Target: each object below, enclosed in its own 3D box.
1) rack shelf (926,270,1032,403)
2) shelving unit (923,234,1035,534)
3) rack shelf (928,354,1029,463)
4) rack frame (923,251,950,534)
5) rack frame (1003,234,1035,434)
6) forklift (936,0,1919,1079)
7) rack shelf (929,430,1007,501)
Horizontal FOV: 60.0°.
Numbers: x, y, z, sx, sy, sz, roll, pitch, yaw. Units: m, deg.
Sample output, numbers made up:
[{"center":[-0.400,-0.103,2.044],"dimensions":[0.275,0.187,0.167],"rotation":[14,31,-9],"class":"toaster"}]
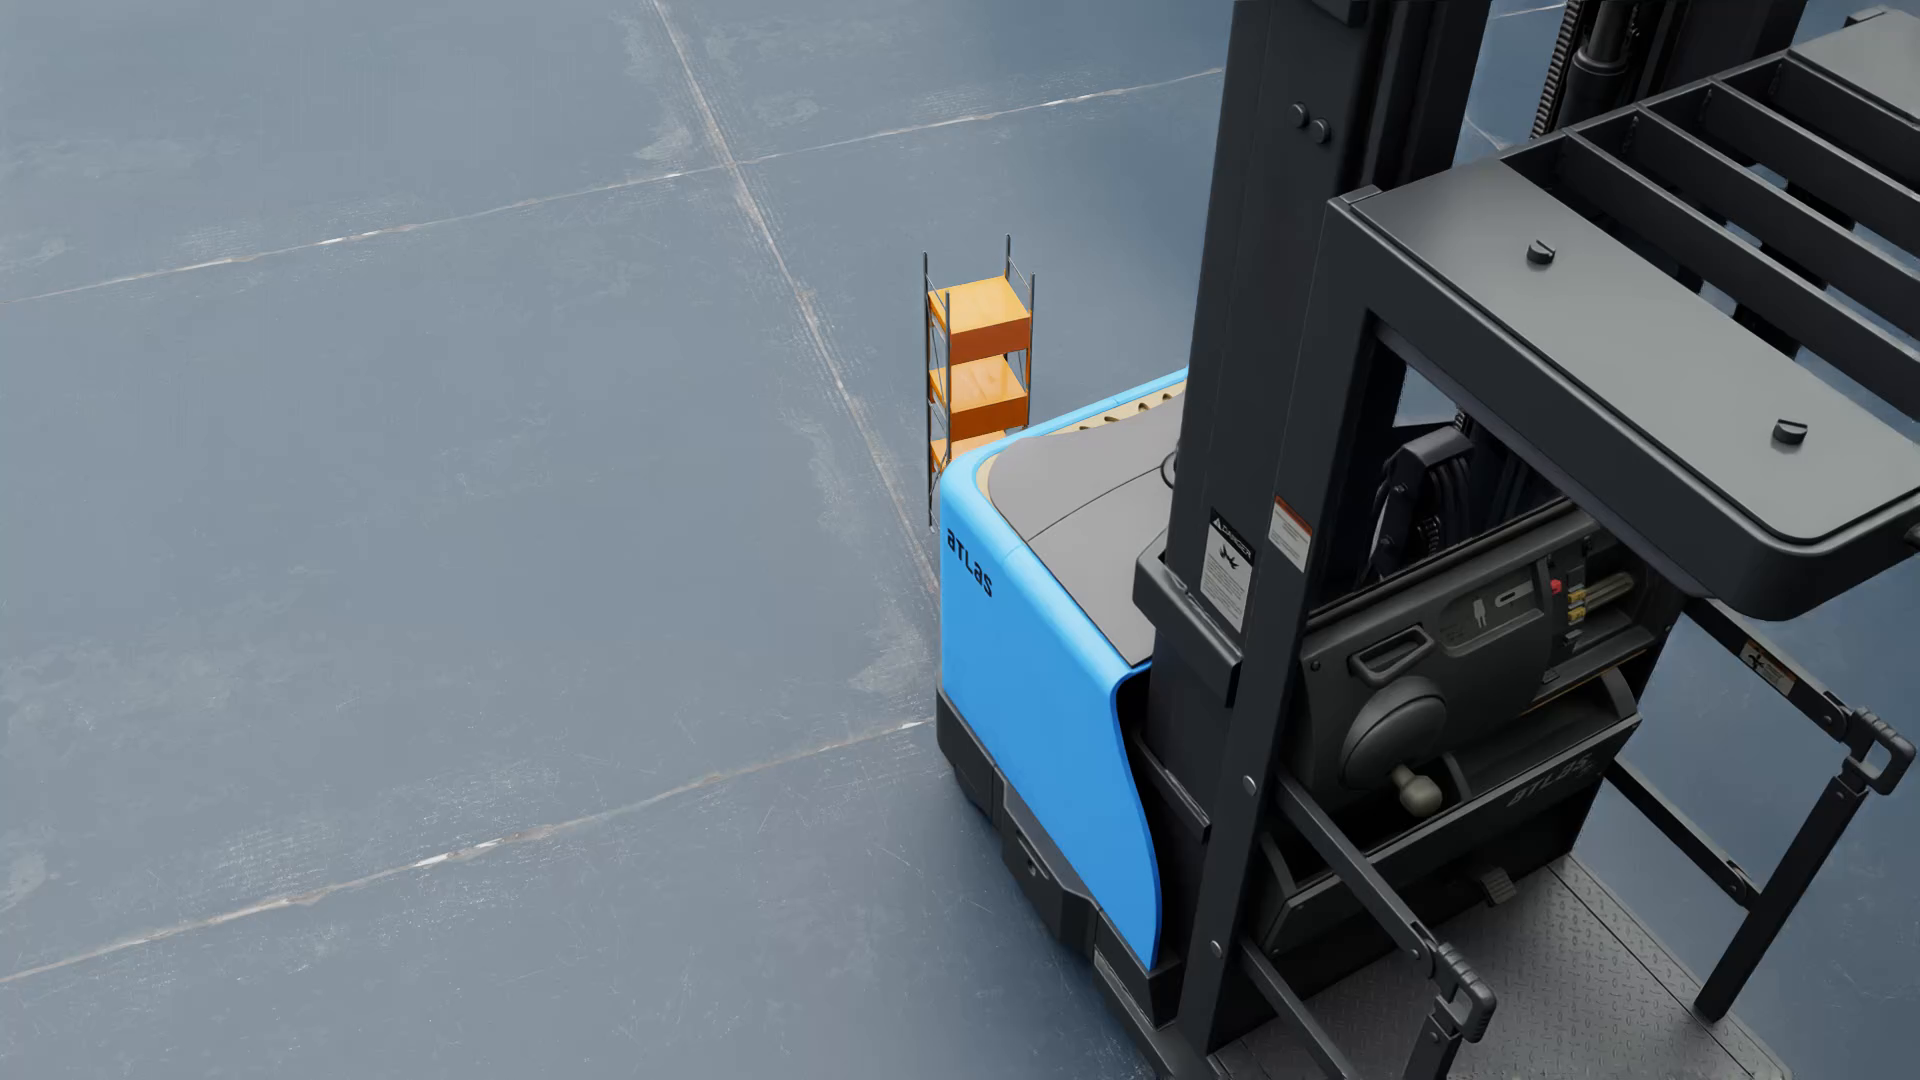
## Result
[{"center":[0.050,-0.576,4.697],"dimensions":[0.240,0.259,0.215],"rotation":[-14,47,-14],"class":"rack shelf"},{"center":[0.050,-0.383,4.891],"dimensions":[0.252,1.050,0.215],"rotation":[-14,47,-14],"class":"shelving unit"},{"center":[0.050,-0.376,4.898],"dimensions":[0.240,0.259,0.215],"rotation":[-14,47,-14],"class":"rack shelf"},{"center":[-0.064,-0.354,4.862],"dimensions":[0.008,1.050,0.200],"rotation":[-14,47,-14],"class":"rack frame"},{"center":[0.165,-0.413,4.920],"dimensions":[0.008,1.050,0.200],"rotation":[-14,47,-14],"class":"rack frame"},{"center":[1.104,0.277,2.905],"dimensions":[1.130,2.935,3.031],"rotation":[-22,49,-21],"class":"forklift"},{"center":[0.050,-0.180,5.095],"dimensions":[0.240,0.259,0.215],"rotation":[-14,47,-14],"class":"rack shelf"}]
